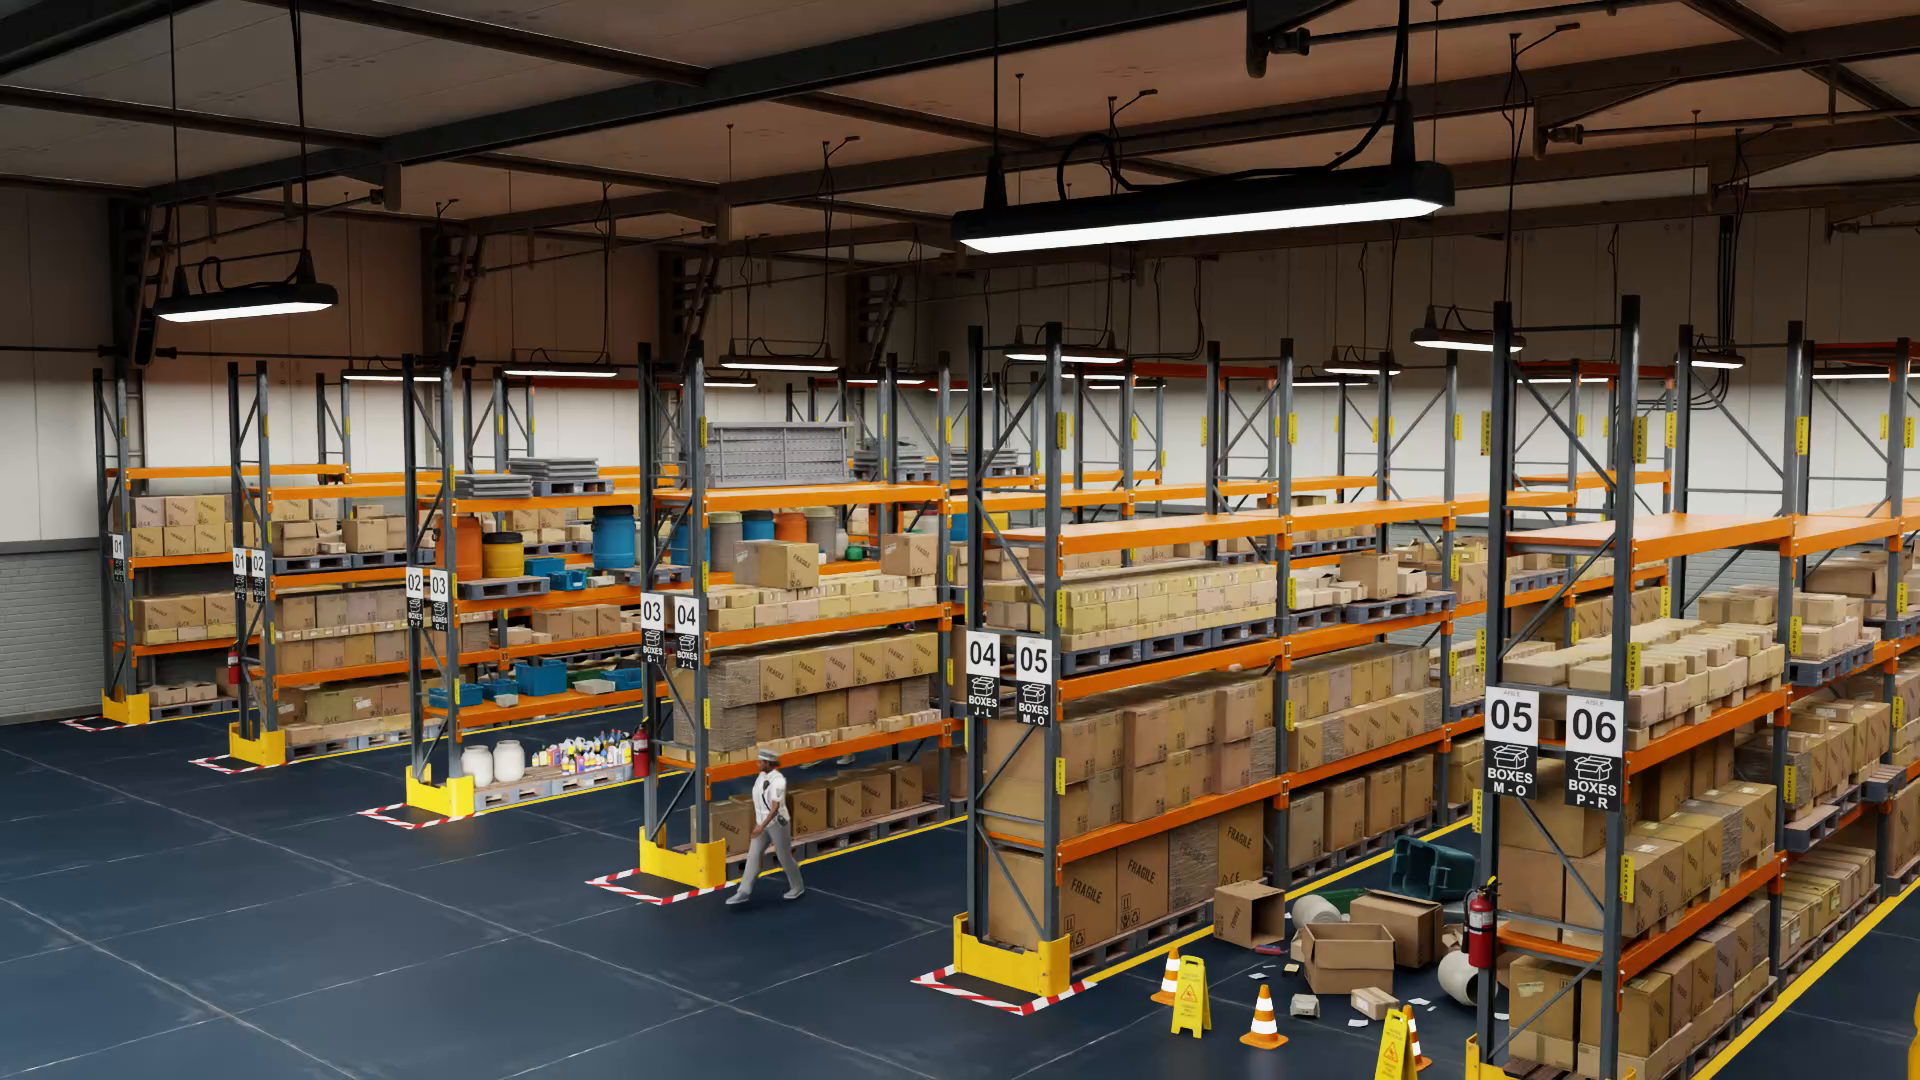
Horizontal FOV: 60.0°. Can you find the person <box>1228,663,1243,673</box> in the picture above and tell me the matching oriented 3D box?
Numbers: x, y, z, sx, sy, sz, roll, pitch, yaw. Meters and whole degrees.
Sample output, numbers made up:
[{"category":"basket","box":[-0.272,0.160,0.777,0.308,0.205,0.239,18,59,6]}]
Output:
[{"category":"person","box":[4.041,2.579,23.758,0.848,1.695,0.620,-3,5,-34]}]

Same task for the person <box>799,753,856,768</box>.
[{"category":"person","box":[-1.978,2.497,24.621,0.863,1.717,0.572,-3,5,-31]}]

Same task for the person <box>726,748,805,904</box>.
[{"category":"person","box":[-2.083,3.028,17.627,0.951,1.638,0.467,-4,6,-44]}]
